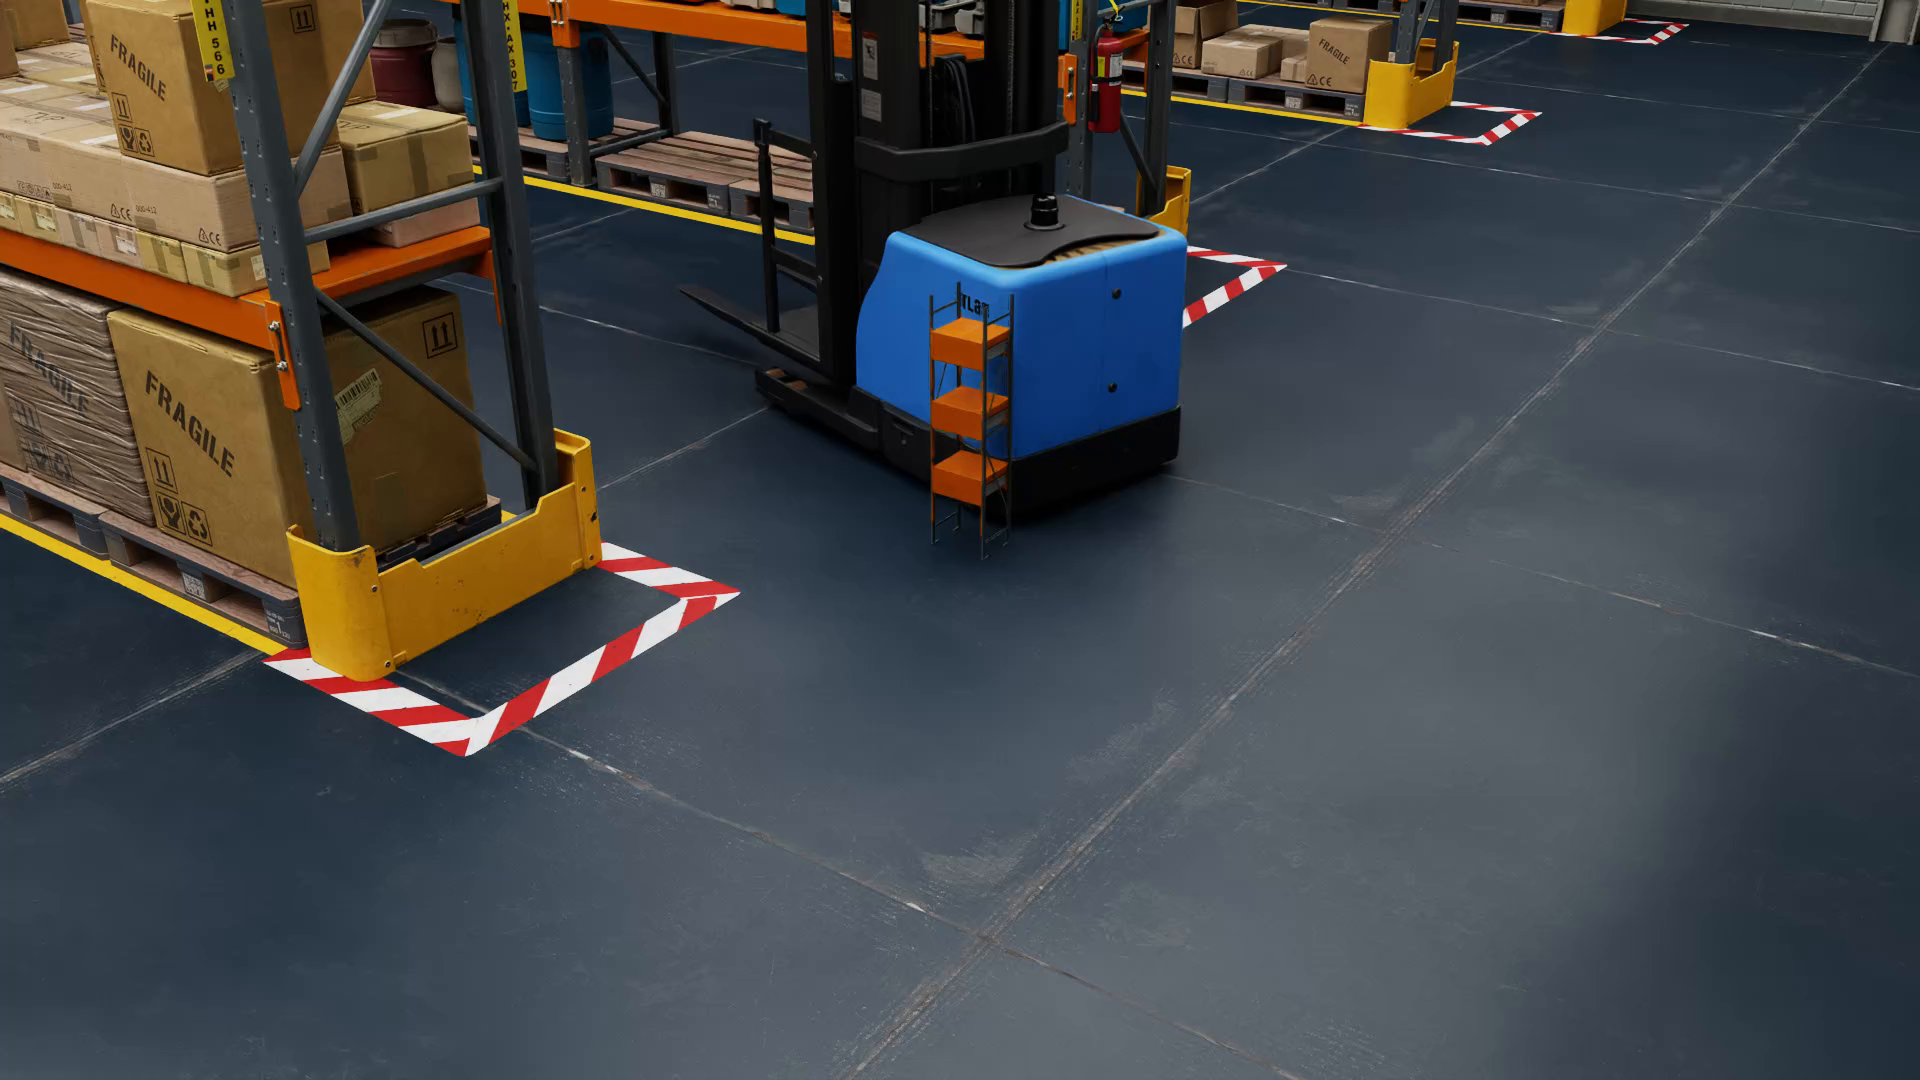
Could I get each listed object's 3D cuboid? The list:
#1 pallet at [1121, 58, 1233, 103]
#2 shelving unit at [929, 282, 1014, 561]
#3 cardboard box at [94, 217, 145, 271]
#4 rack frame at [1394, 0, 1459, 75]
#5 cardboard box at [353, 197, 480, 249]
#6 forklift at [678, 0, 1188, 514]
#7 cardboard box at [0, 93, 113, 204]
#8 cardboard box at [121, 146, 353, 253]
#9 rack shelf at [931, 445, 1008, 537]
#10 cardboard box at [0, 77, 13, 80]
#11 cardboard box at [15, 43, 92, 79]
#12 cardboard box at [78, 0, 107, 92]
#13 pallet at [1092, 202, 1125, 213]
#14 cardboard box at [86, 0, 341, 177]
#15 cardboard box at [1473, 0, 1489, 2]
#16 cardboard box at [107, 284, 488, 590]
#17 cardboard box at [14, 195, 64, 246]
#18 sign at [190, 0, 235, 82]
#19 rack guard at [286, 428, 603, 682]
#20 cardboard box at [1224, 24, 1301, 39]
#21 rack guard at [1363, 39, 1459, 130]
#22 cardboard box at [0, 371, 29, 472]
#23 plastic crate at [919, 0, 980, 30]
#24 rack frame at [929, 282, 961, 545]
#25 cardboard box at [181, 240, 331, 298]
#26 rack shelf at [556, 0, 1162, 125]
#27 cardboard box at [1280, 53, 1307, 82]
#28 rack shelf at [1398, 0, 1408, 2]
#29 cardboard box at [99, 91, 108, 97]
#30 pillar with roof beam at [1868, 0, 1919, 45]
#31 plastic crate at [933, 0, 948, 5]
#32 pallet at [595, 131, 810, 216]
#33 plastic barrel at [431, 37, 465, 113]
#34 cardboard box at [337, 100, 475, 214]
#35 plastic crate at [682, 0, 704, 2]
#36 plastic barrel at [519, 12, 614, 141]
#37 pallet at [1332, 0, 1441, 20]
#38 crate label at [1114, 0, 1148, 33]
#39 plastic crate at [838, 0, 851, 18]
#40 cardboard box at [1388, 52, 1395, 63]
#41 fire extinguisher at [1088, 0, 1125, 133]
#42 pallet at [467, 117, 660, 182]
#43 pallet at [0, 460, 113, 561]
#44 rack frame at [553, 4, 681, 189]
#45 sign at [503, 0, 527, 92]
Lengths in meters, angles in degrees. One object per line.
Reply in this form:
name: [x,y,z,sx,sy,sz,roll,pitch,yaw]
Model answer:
pallet: [2.004,-4.097,14.568,1.213,0.211,1.003,17,32,30]
shelving unit: [0.044,-0.454,6.485,0.252,1.050,0.215,17,32,30]
cardboard box: [-2.788,-1.087,5.856,0.250,0.149,0.380,17,32,30]
rack frame: [3.726,-4.802,12.879,0.127,3.000,1.000,17,32,30]
cardboard box: [-1.992,-1.202,6.082,0.250,0.149,0.380,18,32,31]
forklift: [-0.332,-2.018,7.485,1.130,2.935,3.031,-19,33,-33]
cardboard box: [-3.273,-1.452,6.132,0.500,0.250,0.500,16,31,29]
cardboard box: [-2.435,-1.190,5.619,0.500,0.250,0.500,17,31,30]
rack shelf: [0.044,-0.197,6.616,0.240,0.259,0.215,17,32,30]
cardboard box: [-4.107,-1.713,6.647,0.500,0.250,0.500,18,32,32]
cardboard box: [-3.822,-1.914,7.042,0.500,0.250,0.500,18,32,31]
cardboard box: [-2.971,-1.983,6.350,0.500,0.500,0.500,16,31,29]
pallet: [0.261,-1.935,10.319,1.213,0.211,1.003,17,32,30]
cardboard box: [-2.436,-1.526,5.453,0.500,0.500,0.500,18,32,31]
cardboard box: [5.481,-5.999,17.524,0.500,0.500,0.700,17,32,30]
cardboard box: [-2.459,-0.474,6.254,0.875,0.875,0.875,17,32,30]
cardboard box: [-3.208,-1.218,6.112,0.250,0.149,0.380,17,31,29]
sign: [-2.204,-1.522,4.895,0.005,0.325,0.100,17,32,30]
rack guard: [-1.866,0.021,6.158,0.348,0.500,1.175,17,32,30]
cardboard box: [2.614,-4.275,14.390,0.500,0.250,0.500,17,32,30]
rack guard: [3.663,-3.708,13.484,0.348,0.500,1.175,17,32,30]
cardboard box: [-3.942,-0.936,7.162,0.875,0.875,0.875,17,32,30]
plastic crate: [-0.087,-3.082,9.723,0.243,0.136,0.396,17,32,30]
rack frame: [-0.056,-0.485,6.546,0.008,1.050,0.200,17,32,30]
cardboard box: [-2.366,-0.956,5.598,0.250,0.149,0.380,18,32,31]
rack shelf: [-0.730,-3.144,10.414,4.000,0.370,1.077,17,32,30]
cardboard box: [2.856,-3.921,13.786,0.250,0.166,0.380,17,32,30]
rack shelf: [2.077,-4.995,14.051,4.000,0.370,1.077,17,32,30]
cardboard box: [-2.973,-1.651,6.524,0.500,0.250,0.500,16,31,29]
pillar with roof beam: [6.806,-7.349,11.270,0.400,9.000,9.100,17,32,30]
plastic crate: [-0.184,-3.428,10.297,0.300,0.233,0.416,17,32,30]
pallet: [-1.751,-2.561,11.550,1.213,0.211,1.003,17,32,30]
plastic barrel: [-3.816,-3.563,12.724,0.421,0.512,0.421,0,27,0]
cardboard box: [-2.129,-1.389,6.010,0.500,0.250,0.500,16,31,29]
plastic crate: [-1.785,-3.711,10.597,0.583,0.464,0.402,17,32,30]
plastic barrel: [-2.817,-3.376,11.928,0.708,0.901,0.600,17,32,30]
pallet: [4.823,-5.902,18.115,1.213,0.211,1.003,17,32,30]
crate label: [0.901,-3.090,9.633,0.303,0.233,0.416,17,32,30]
plastic crate: [-0.585,-3.213,9.982,0.250,0.136,0.298,17,32,30]
cardboard box: [3.575,-3.964,13.889,0.250,0.149,0.380,17,32,30]
fire extinguisher: [0.786,-2.542,8.934,0.183,0.674,0.296,17,32,30]
pallet: [-2.991,-2.949,12.313,1.213,0.211,1.003,17,32,30]
pallet: [-3.591,-0.346,7.198,1.213,0.211,1.003,17,32,30]
rack frame: [-2.379,-3.978,11.260,0.127,3.000,1.000,17,32,30]
sign: [-1.567,-1.727,5.794,0.005,0.325,0.100,17,32,30]
